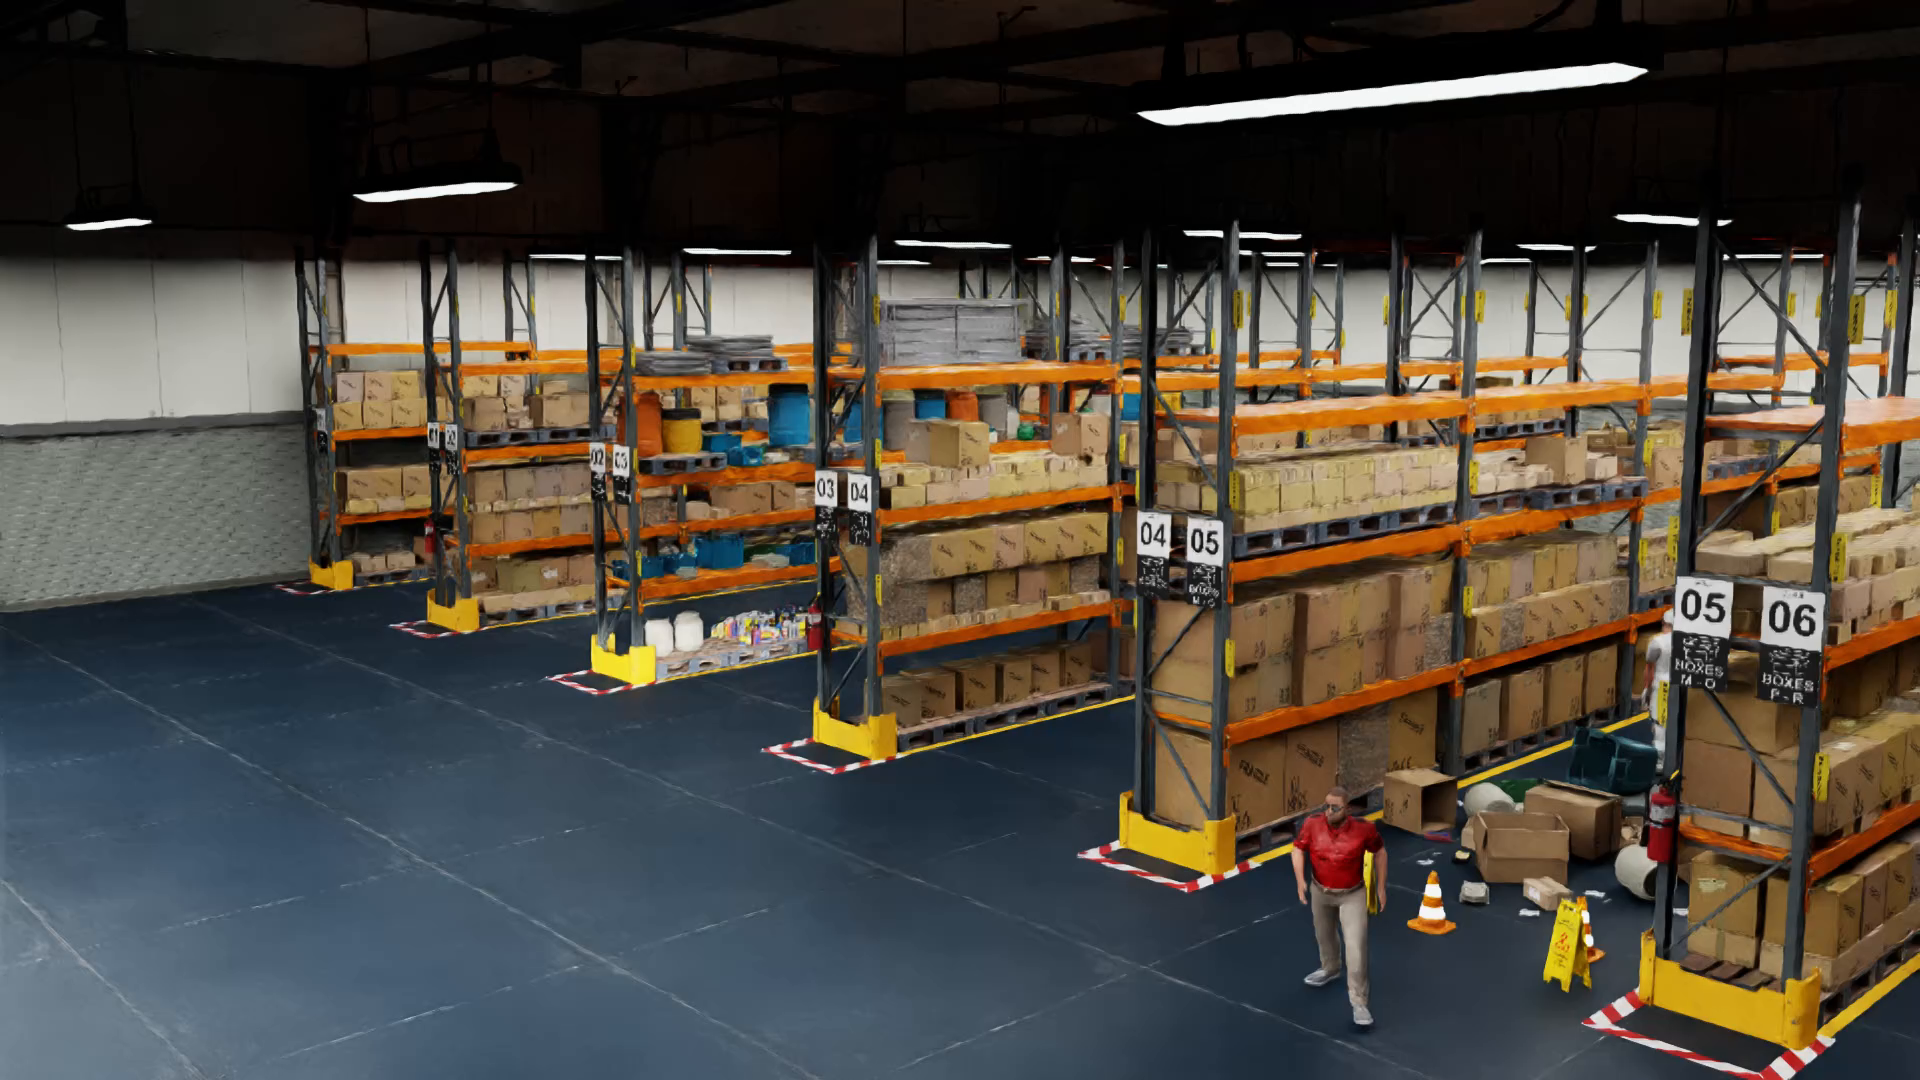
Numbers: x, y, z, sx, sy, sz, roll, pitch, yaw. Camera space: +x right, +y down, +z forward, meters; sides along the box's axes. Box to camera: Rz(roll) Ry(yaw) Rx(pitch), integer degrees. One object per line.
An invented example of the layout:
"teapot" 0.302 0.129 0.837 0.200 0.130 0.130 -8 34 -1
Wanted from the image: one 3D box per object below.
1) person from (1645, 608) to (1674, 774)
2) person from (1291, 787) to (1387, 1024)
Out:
"person" 7.656 1.620 18.132 0.541 1.787 0.489 -2 9 -12
"person" 2.788 2.575 12.134 0.701 1.660 0.857 5 10 31
